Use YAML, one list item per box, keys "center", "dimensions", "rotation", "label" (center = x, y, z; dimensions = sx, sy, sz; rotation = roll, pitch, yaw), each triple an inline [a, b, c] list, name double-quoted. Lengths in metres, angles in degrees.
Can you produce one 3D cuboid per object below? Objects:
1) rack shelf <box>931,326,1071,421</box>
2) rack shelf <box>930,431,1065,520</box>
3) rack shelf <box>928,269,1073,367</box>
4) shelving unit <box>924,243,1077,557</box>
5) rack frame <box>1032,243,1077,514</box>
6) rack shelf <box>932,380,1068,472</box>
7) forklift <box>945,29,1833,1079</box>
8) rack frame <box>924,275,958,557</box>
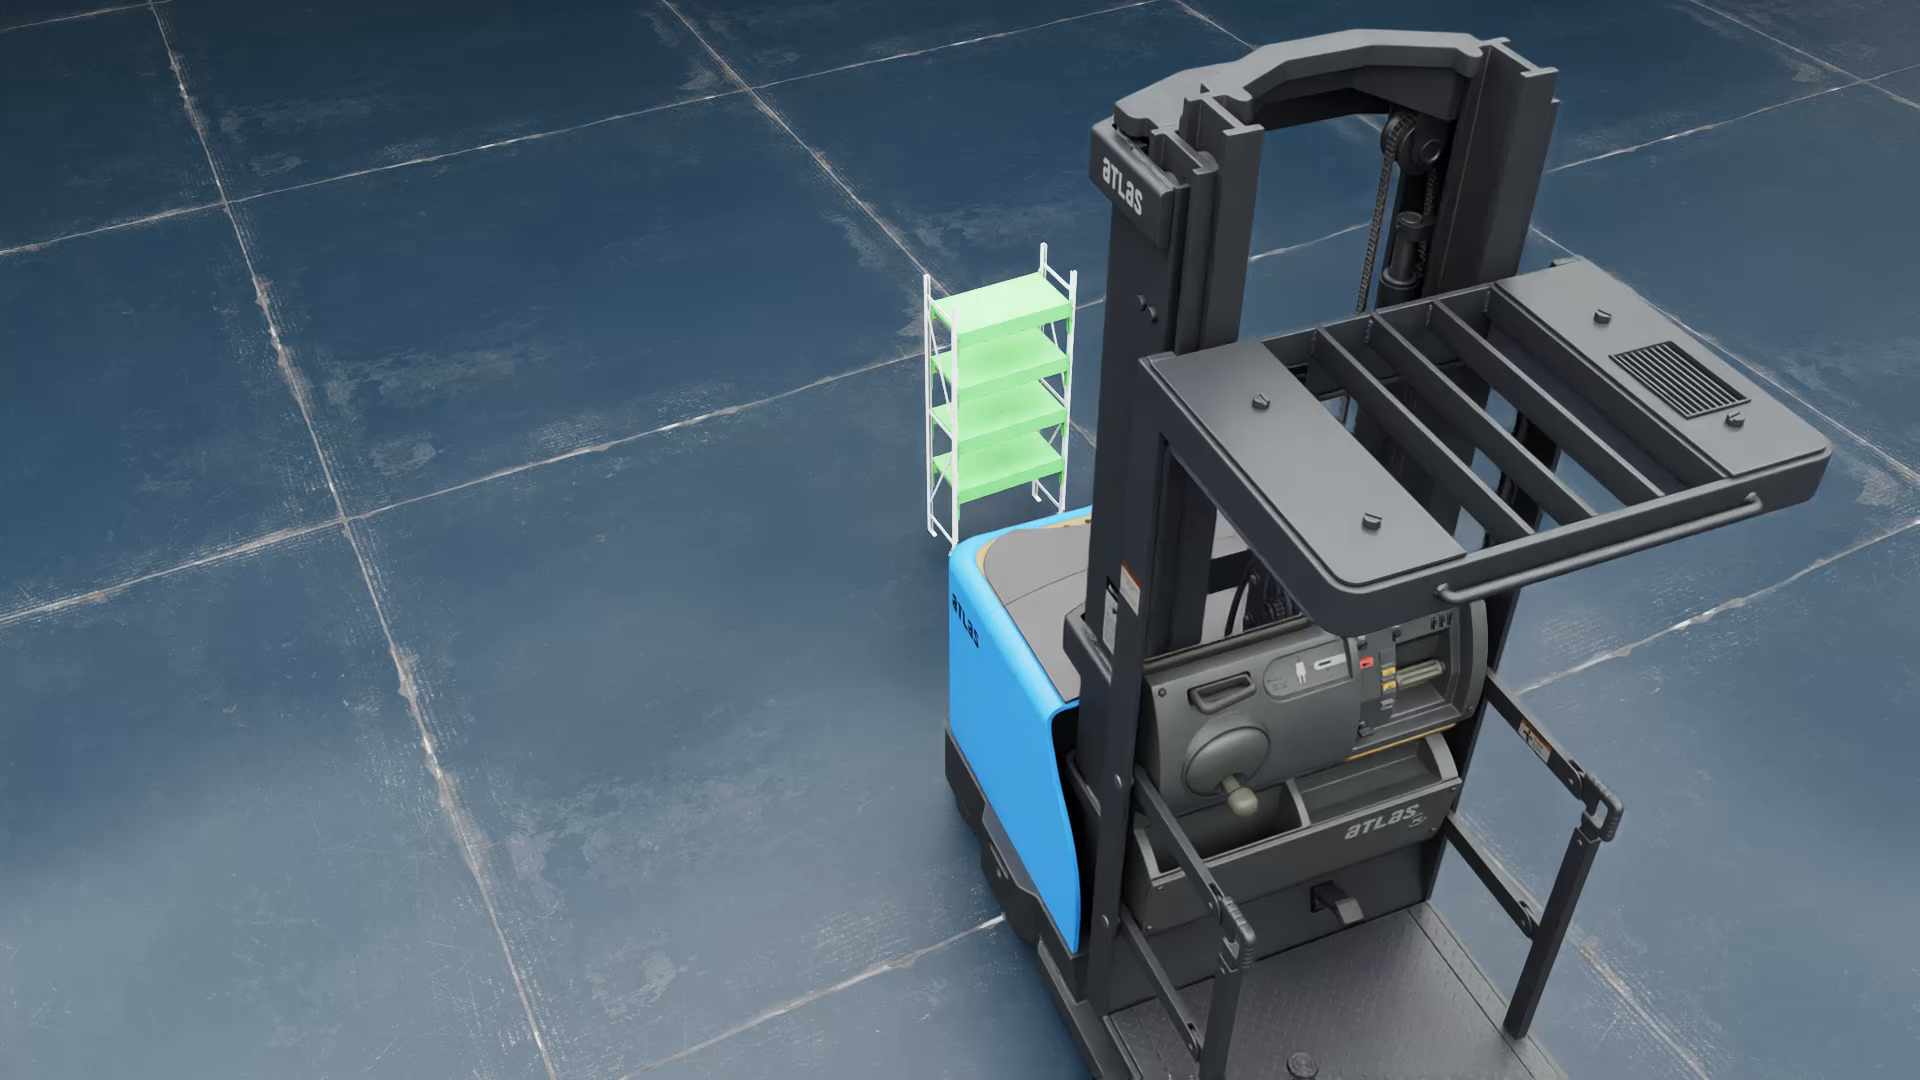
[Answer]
- center: [0.147, -0.642, 6.307]
  dimensions: [0.480, 0.148, 0.258]
  rotation: [-19, 44, -21]
  label: "rack shelf"
- center: [0.147, -0.275, 6.617]
  dimensions: [0.480, 0.148, 0.258]
  rotation: [-19, 44, -21]
  label: "rack shelf"
- center: [0.147, -0.825, 6.152]
  dimensions: [0.480, 0.148, 0.258]
  rotation: [-19, 44, -21]
  label: "rack shelf"
- center: [0.147, -0.507, 6.421]
  dimensions: [0.503, 1.200, 0.258]
  rotation: [-19, 44, -21]
  label: "shelving unit"
- center: [0.363, -0.580, 6.507]
  dimensions: [0.015, 1.200, 0.240]
  rotation: [-19, 44, -21]
  label: "rack frame"
- center: [0.147, -0.459, 6.462]
  dimensions: [0.480, 0.148, 0.258]
  rotation: [-19, 44, -21]
  label: "rack shelf"
- center: [0.972, 0.472, 3.924]
  dimensions: [1.130, 2.935, 3.031]
  rotation: [-15, 42, -17]
  label: "forklift"
- center: [-0.070, -0.435, 6.335]
  dimensions: [0.015, 1.200, 0.240]
  rotation: [-19, 44, -21]
  label: "rack frame"
